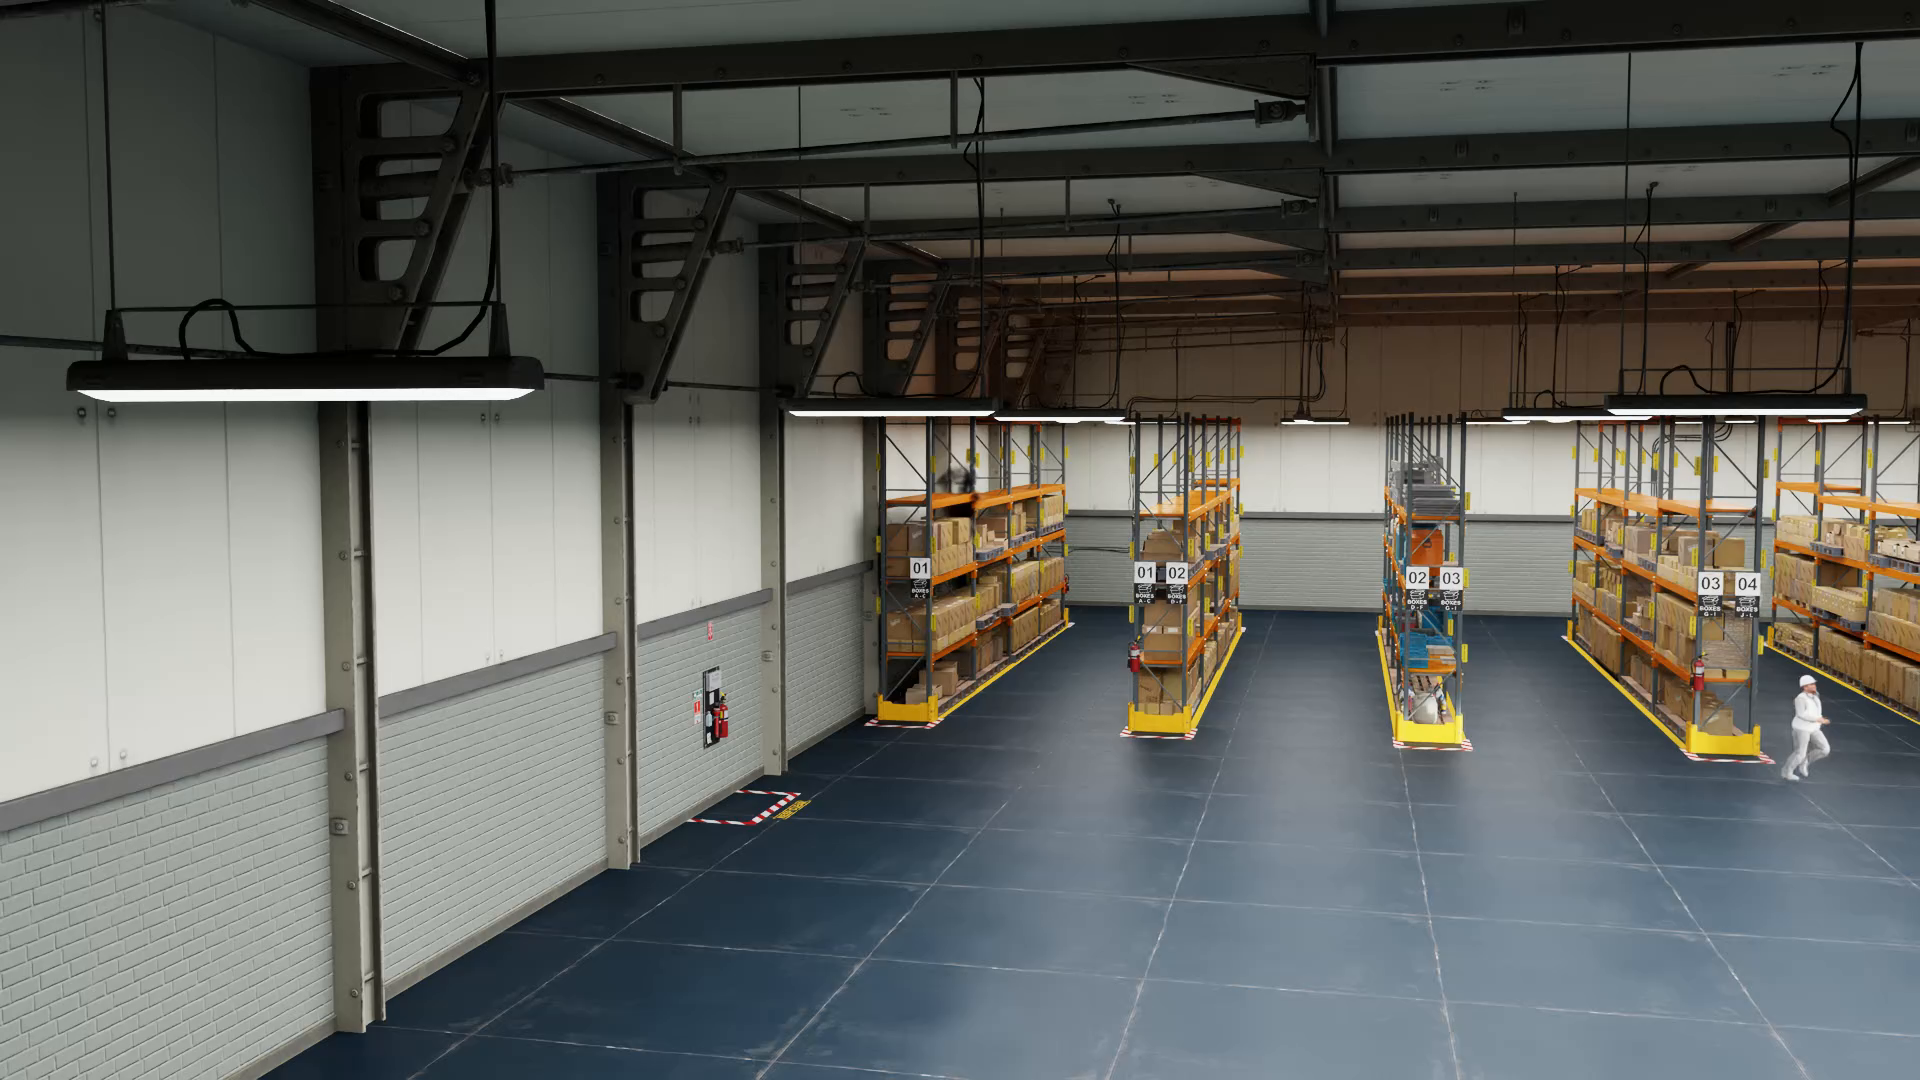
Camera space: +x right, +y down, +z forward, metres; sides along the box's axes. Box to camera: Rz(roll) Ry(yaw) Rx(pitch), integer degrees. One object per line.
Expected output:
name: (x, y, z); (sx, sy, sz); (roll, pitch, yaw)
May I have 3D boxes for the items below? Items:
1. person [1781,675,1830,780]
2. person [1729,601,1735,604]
person: (13.678, 3.032, 26.797); (0.677, 1.727, 0.772); (-2, 5, -31)
person: (19.683, 2.002, 42.115); (0.715, 1.802, 0.612); (1, 4, 13)
